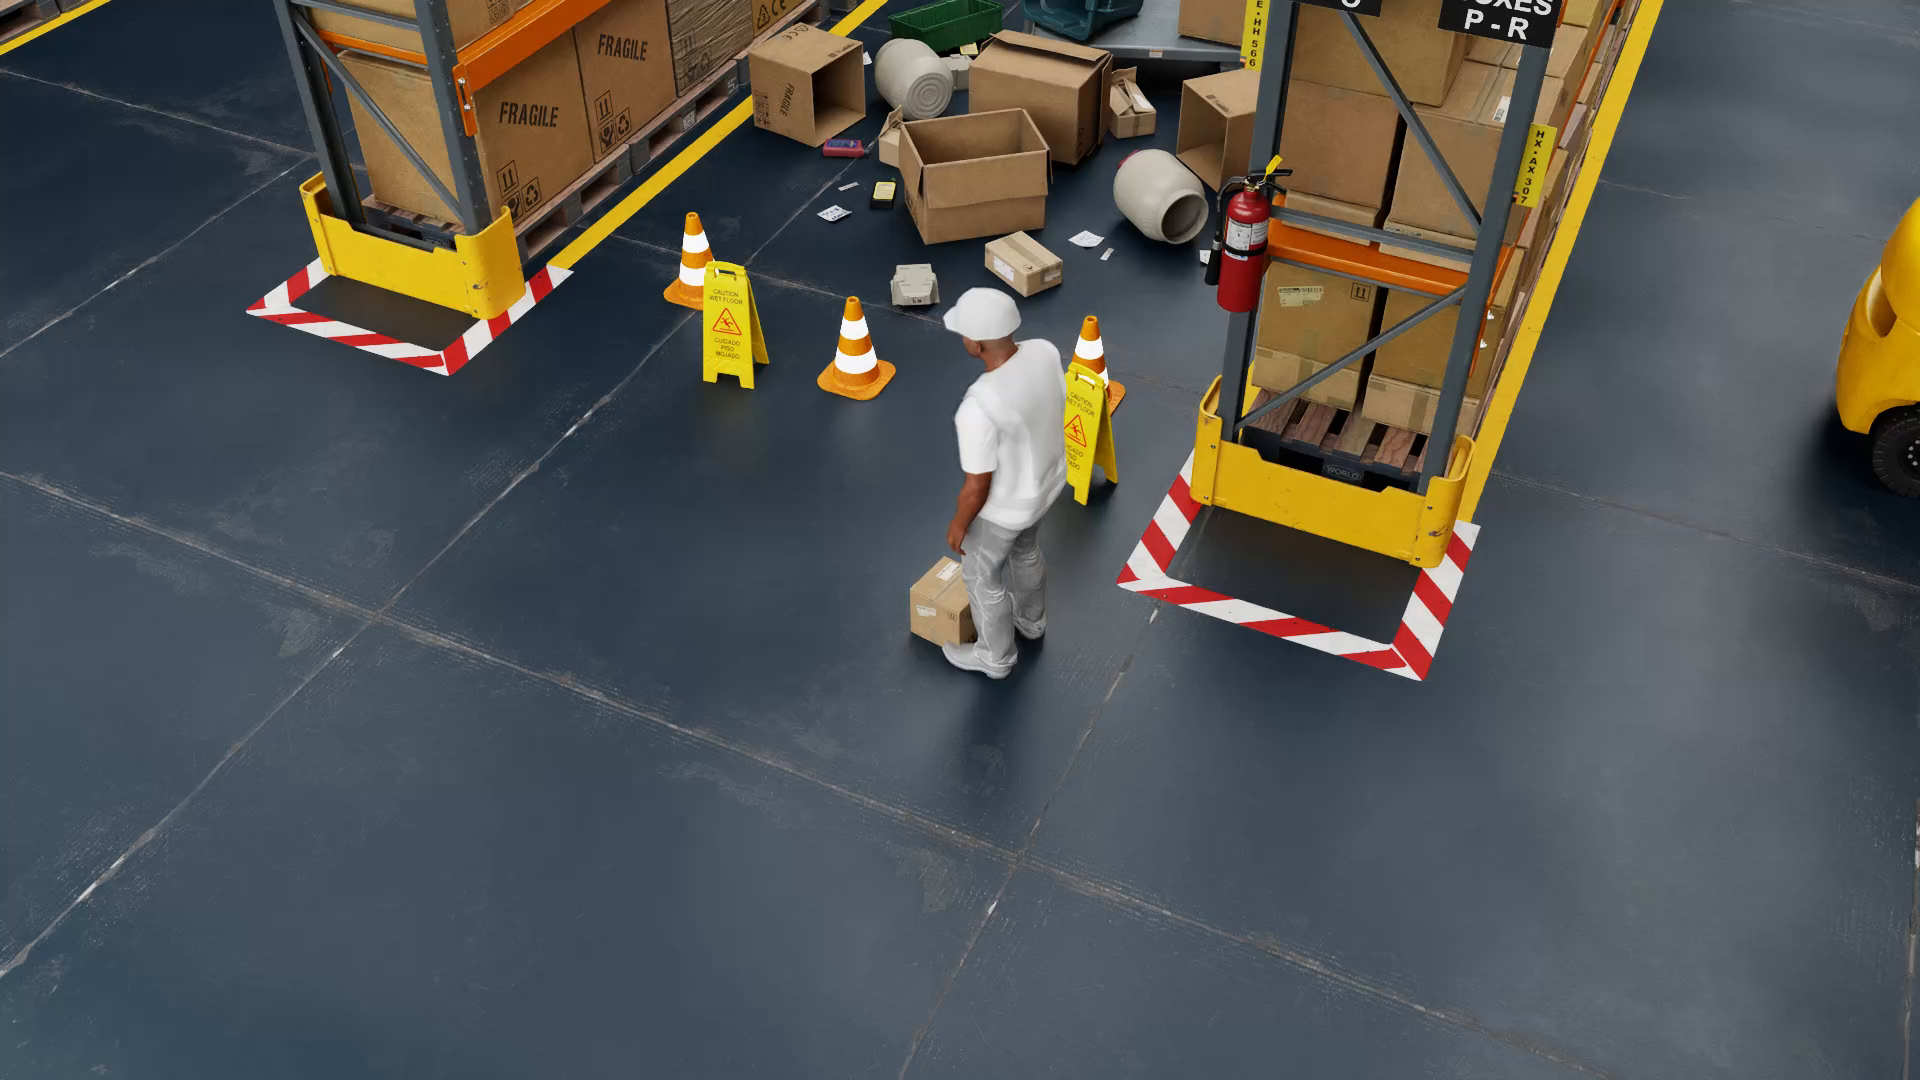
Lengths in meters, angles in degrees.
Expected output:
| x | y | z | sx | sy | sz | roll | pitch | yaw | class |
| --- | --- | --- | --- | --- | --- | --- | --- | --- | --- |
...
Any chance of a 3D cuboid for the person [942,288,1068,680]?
| x | y | z | sx | sy | sz | roll | pitch | yaw | class |
| --- | --- | --- | --- | --- | --- | --- | --- | --- | --- |
| 0.161 | -0.205 | 6.376 | 0.457 | 1.761 | 0.629 | 24 | 47 | 25 | person |
